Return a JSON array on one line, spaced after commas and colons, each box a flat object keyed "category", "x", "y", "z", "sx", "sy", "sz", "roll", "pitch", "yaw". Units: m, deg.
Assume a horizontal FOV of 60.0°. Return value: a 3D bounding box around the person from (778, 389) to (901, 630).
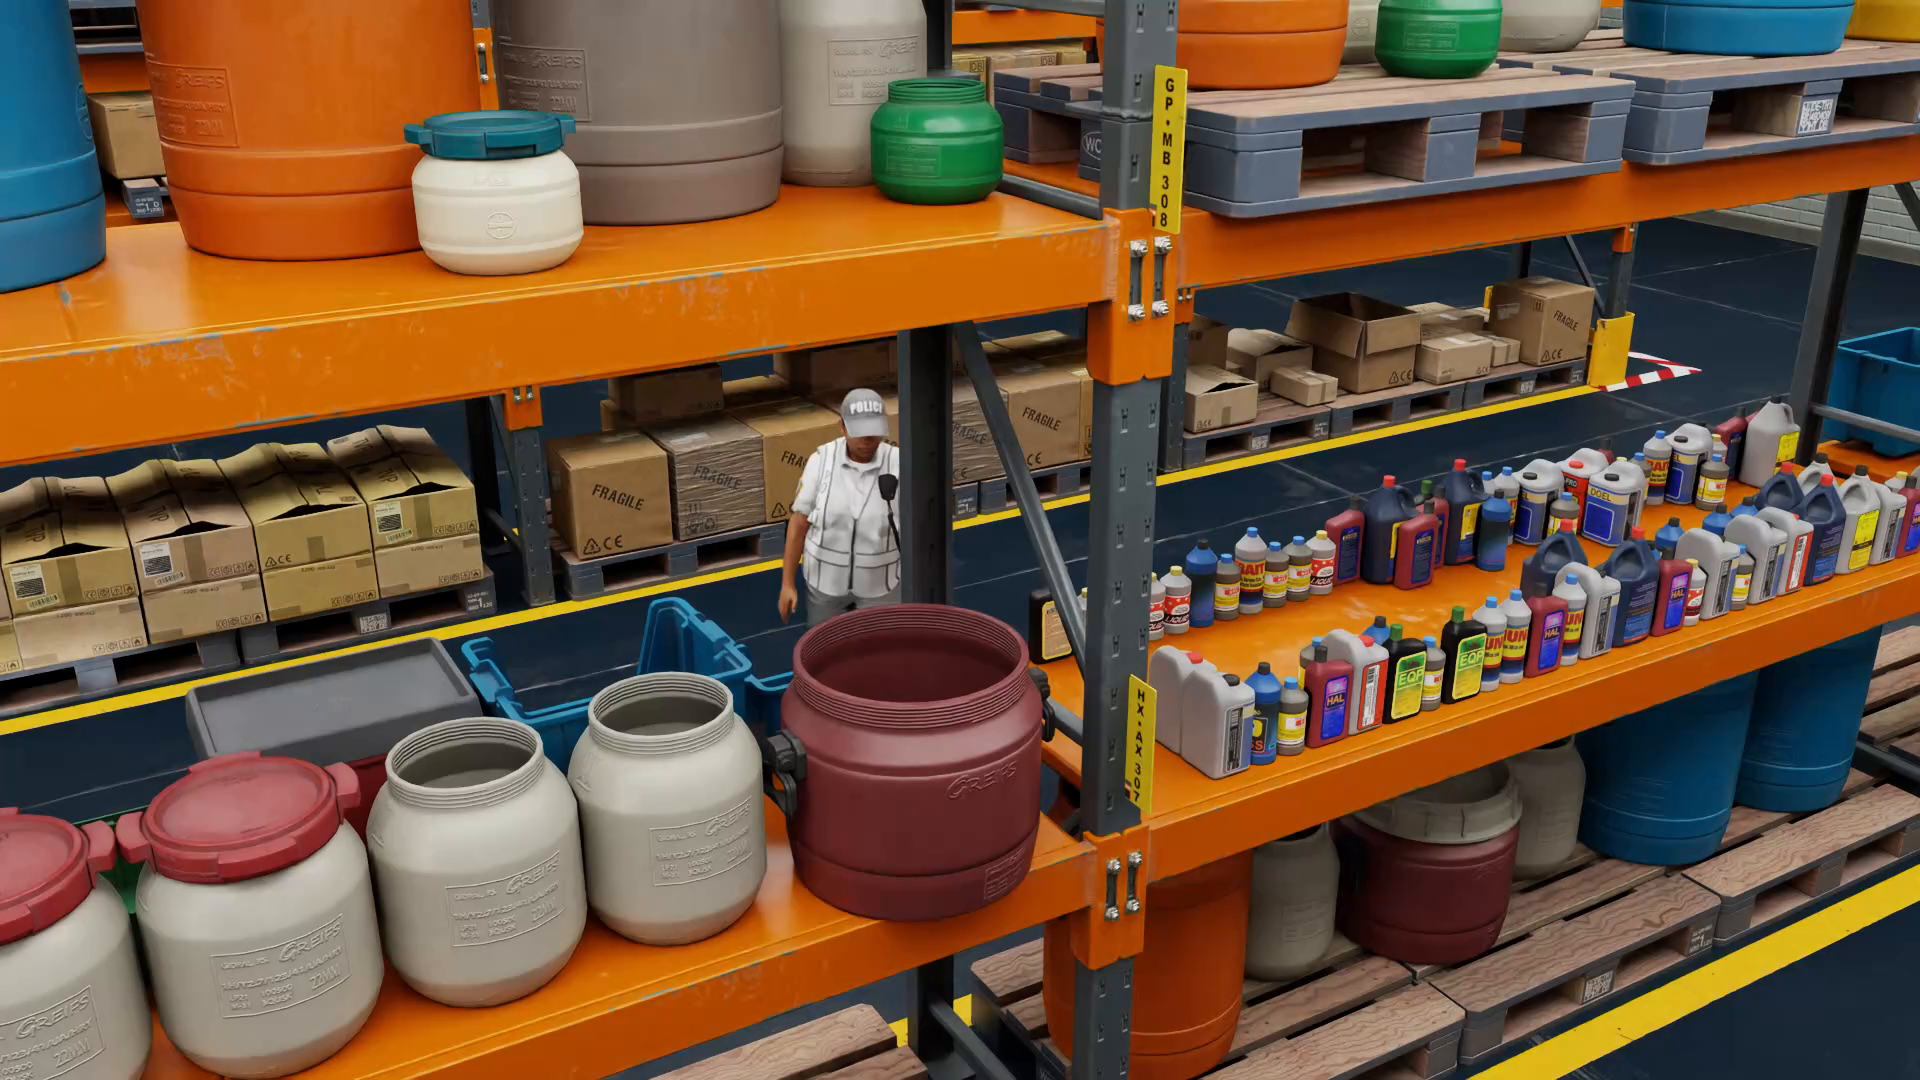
[{"category": "person", "x": -0.438, "y": 0.158, "z": 6.691, "sx": 0.553, "sy": 1.640, "sz": 0.848, "roll": 1, "pitch": 22, "yaw": 4}]
